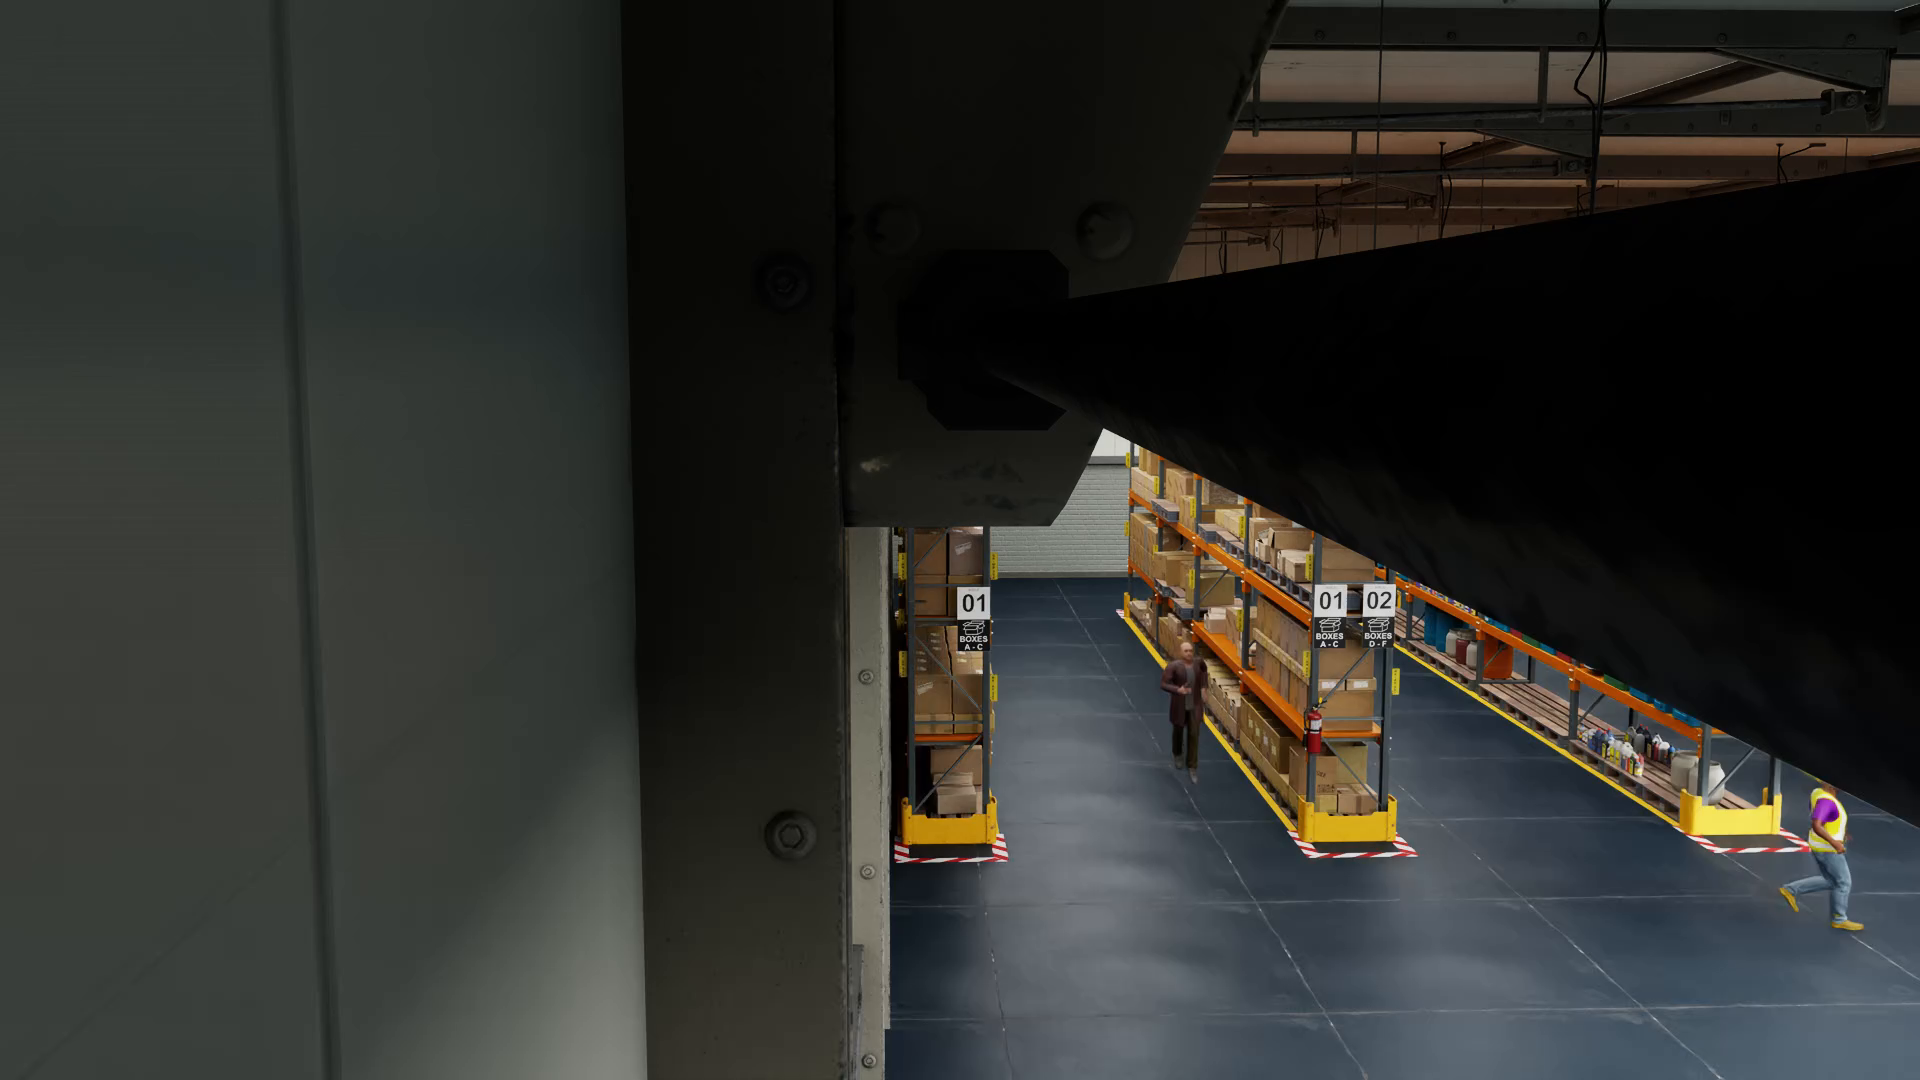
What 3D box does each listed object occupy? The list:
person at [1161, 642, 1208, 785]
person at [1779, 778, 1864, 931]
[{"bbox_3d":[3.058,2.300,22.607,0.738,1.872,0.915,-1,7,-10],"label":"person"},{"bbox_3d":[9.126,3.239,17.525,0.810,1.737,0.732,3,8,19],"label":"person"}]
